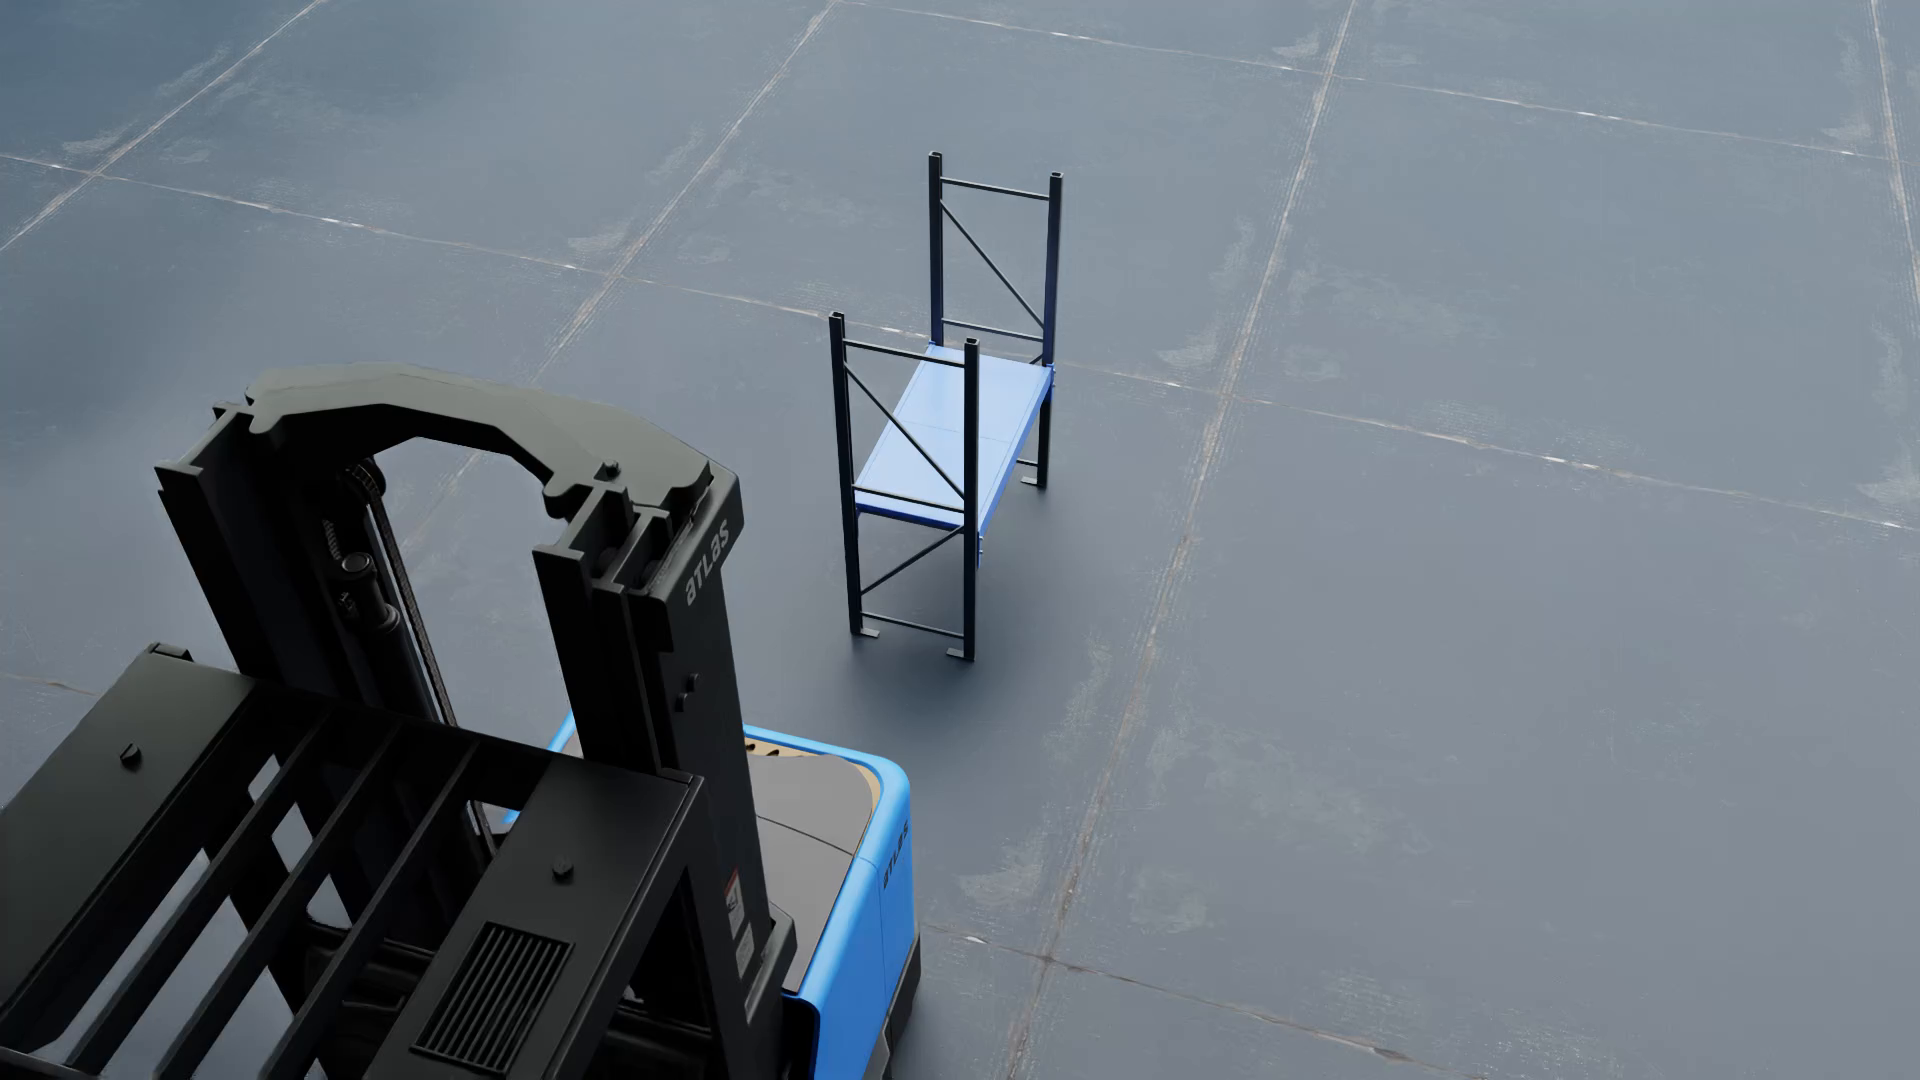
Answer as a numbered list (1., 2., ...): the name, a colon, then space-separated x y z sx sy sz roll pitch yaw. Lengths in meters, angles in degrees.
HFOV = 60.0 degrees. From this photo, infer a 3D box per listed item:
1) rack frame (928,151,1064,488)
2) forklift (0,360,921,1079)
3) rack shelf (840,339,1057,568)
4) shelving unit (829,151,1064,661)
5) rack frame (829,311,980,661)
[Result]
1. rack frame: 0.128 -0.818 6.514 0.500 1.500 0.032 13 46 12
2. forklift: -1.033 1.228 3.399 1.130 2.935 3.031 12 46 12
3. rack shelf: -0.026 -0.351 6.293 0.538 0.185 1.000 13 46 12
4. shelving unit: -0.026 -0.479 6.167 0.538 1.500 1.048 13 46 12
5. rack frame: -0.180 -0.140 5.821 0.500 1.500 0.032 13 46 12
